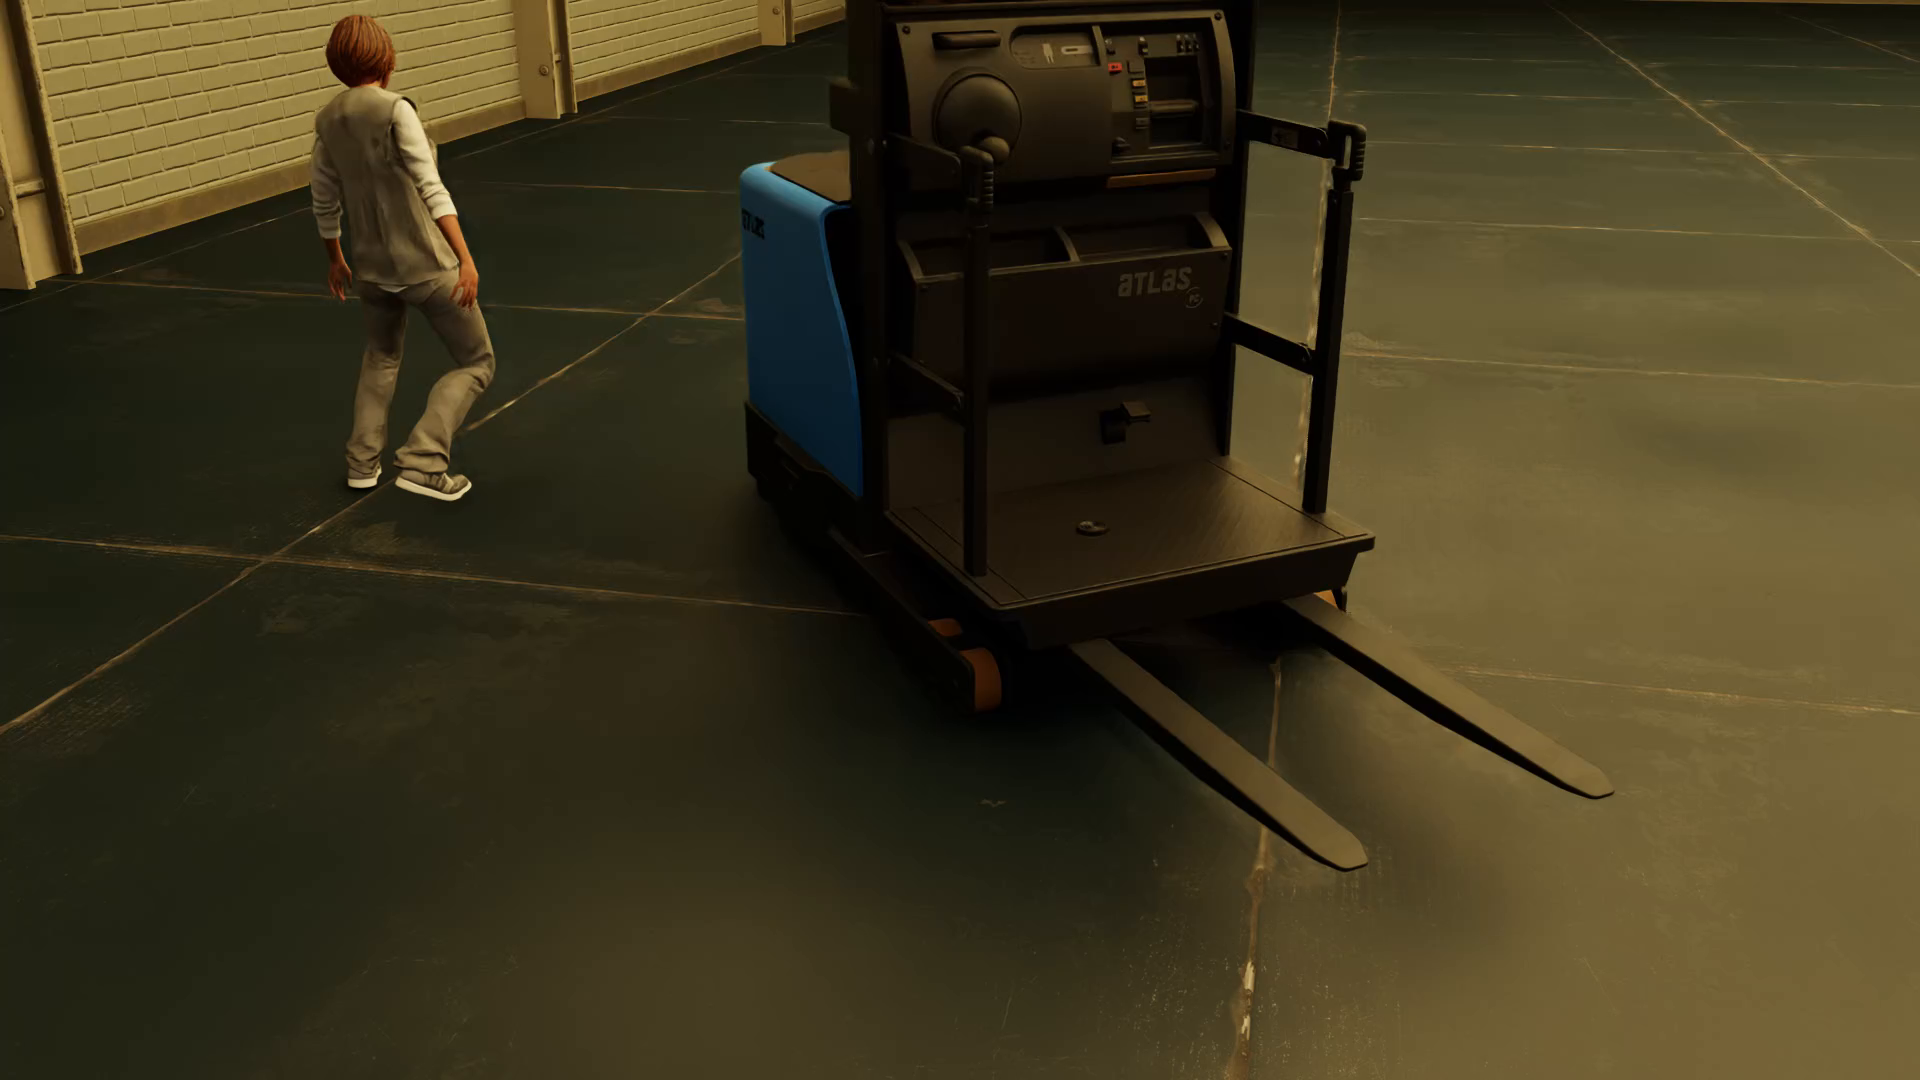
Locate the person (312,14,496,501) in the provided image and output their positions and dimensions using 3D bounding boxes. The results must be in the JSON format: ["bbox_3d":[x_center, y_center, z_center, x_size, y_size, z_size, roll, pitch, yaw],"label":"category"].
[{"bbox_3d":[-1.777,-0.854,5.250,0.742,1.517,0.444,12,25,27],"label":"person"}]

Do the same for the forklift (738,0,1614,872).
[{"bbox_3d":[0.372,-1.113,3.997,1.130,2.935,3.031,-10,24,-23],"label":"forklift"}]
